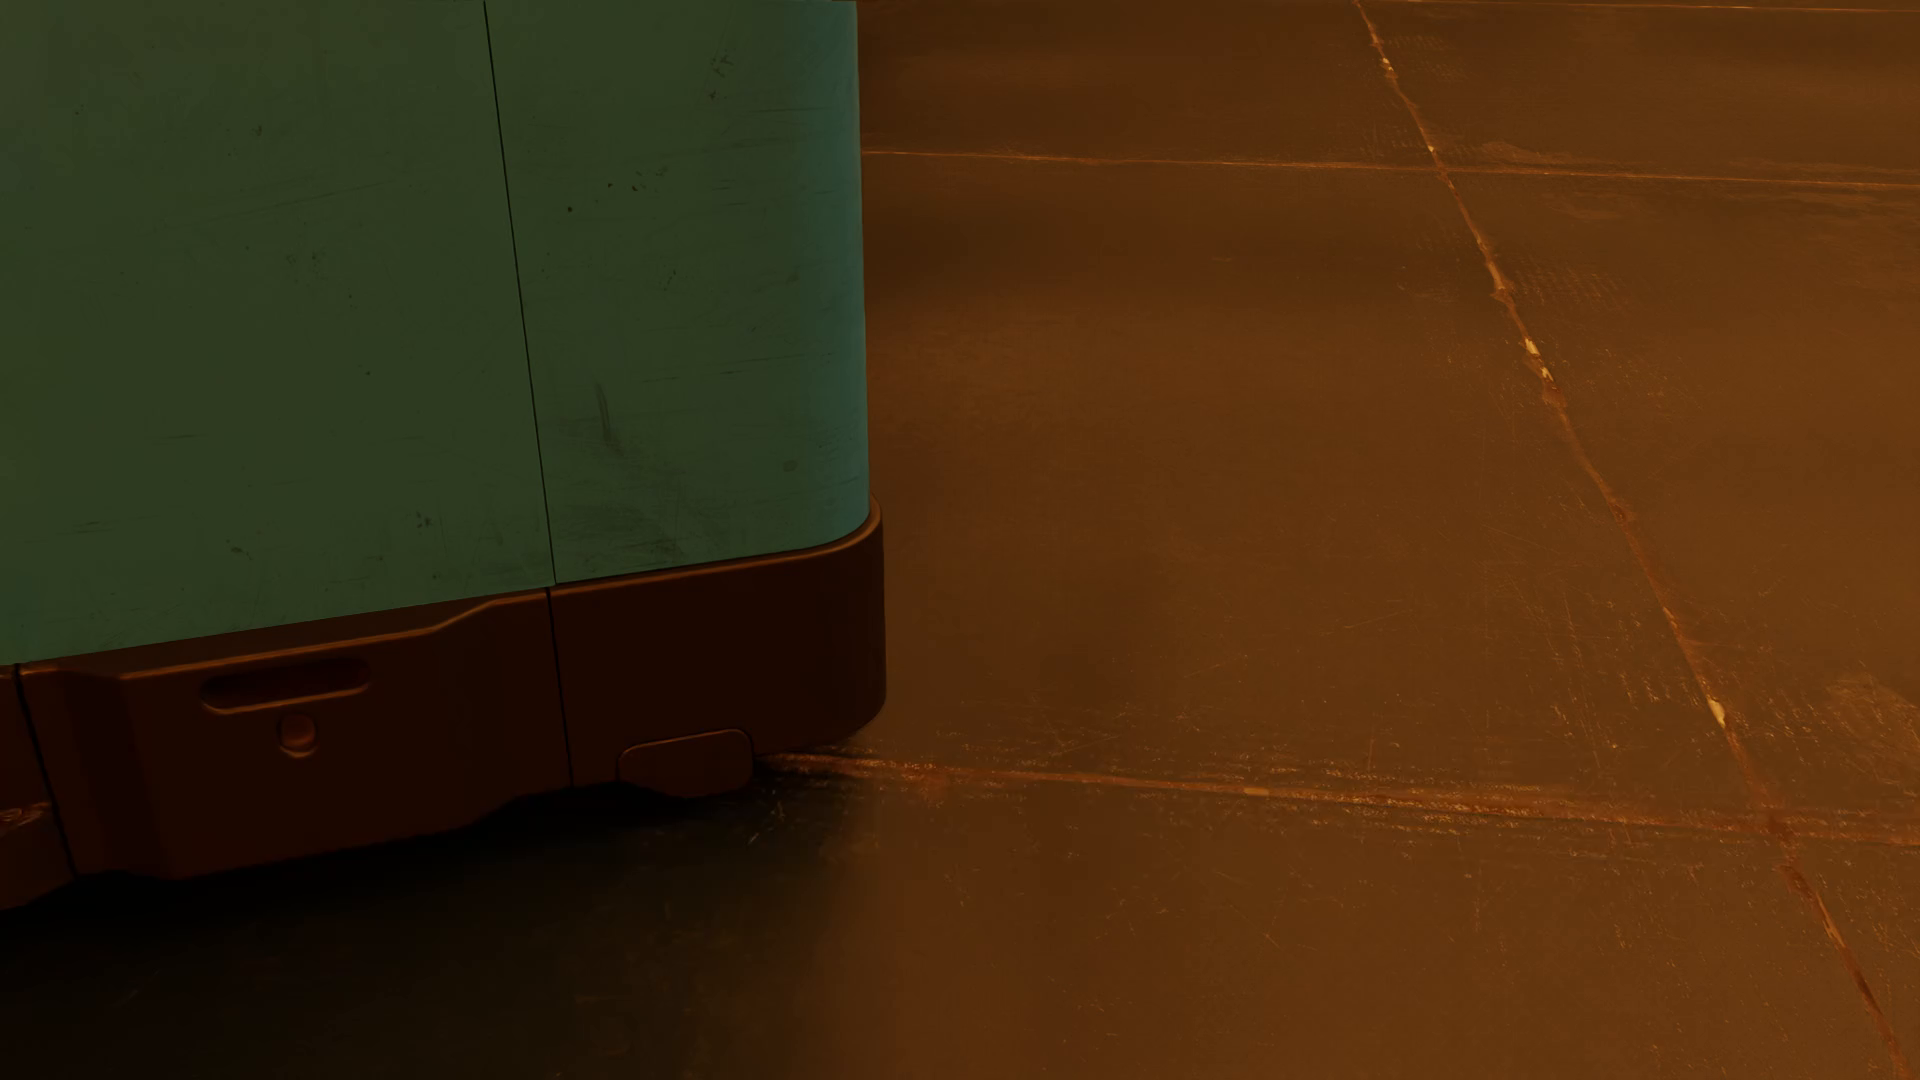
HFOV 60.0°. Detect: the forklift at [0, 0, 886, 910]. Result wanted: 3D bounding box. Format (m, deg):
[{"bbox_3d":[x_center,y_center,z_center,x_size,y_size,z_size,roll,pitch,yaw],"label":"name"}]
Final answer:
[{"bbox_3d":[-1.662,-1.042,1.304,3.031,2.935,1.130,-8,28,-16],"label":"forklift"}]
